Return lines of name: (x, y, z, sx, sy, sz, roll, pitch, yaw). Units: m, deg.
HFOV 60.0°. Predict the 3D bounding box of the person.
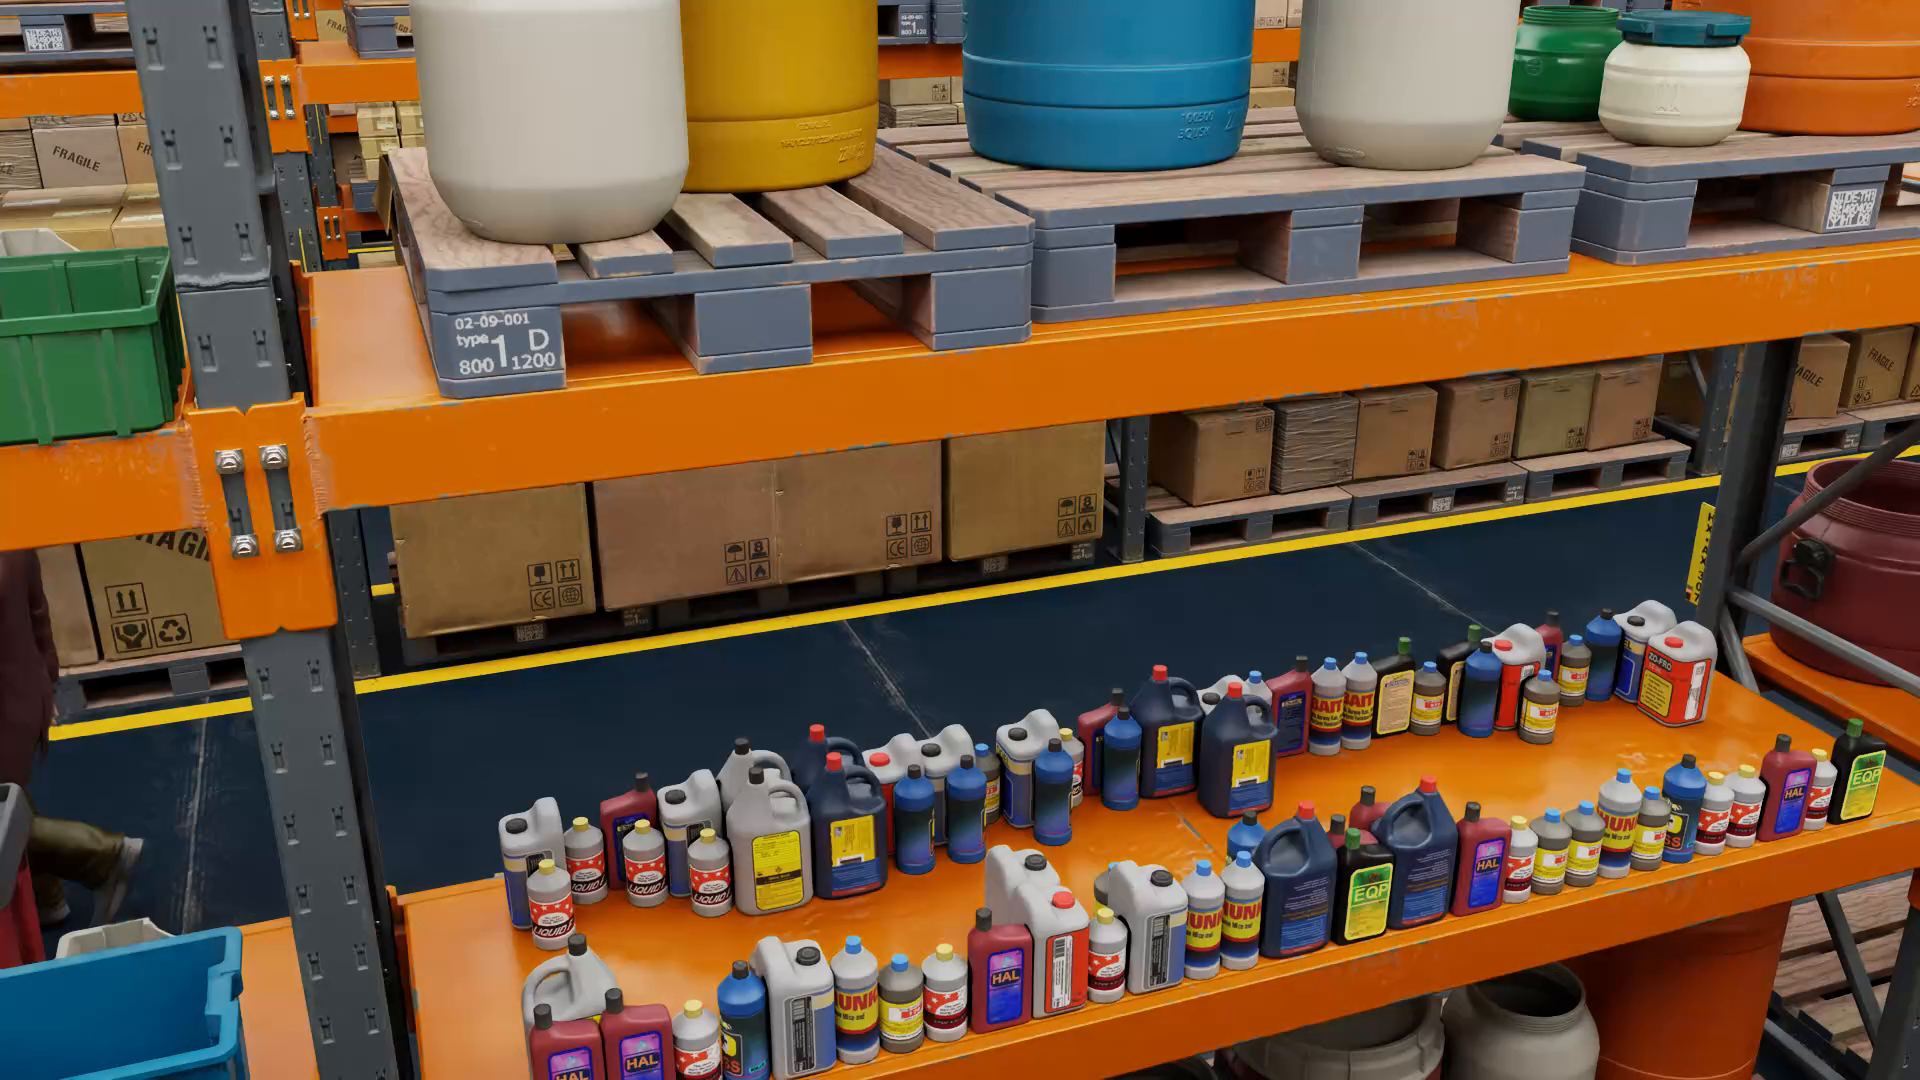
person: (-3.233, 0.613, 5.665, 0.724, 1.672, 0.588, -4, 23, -9)
